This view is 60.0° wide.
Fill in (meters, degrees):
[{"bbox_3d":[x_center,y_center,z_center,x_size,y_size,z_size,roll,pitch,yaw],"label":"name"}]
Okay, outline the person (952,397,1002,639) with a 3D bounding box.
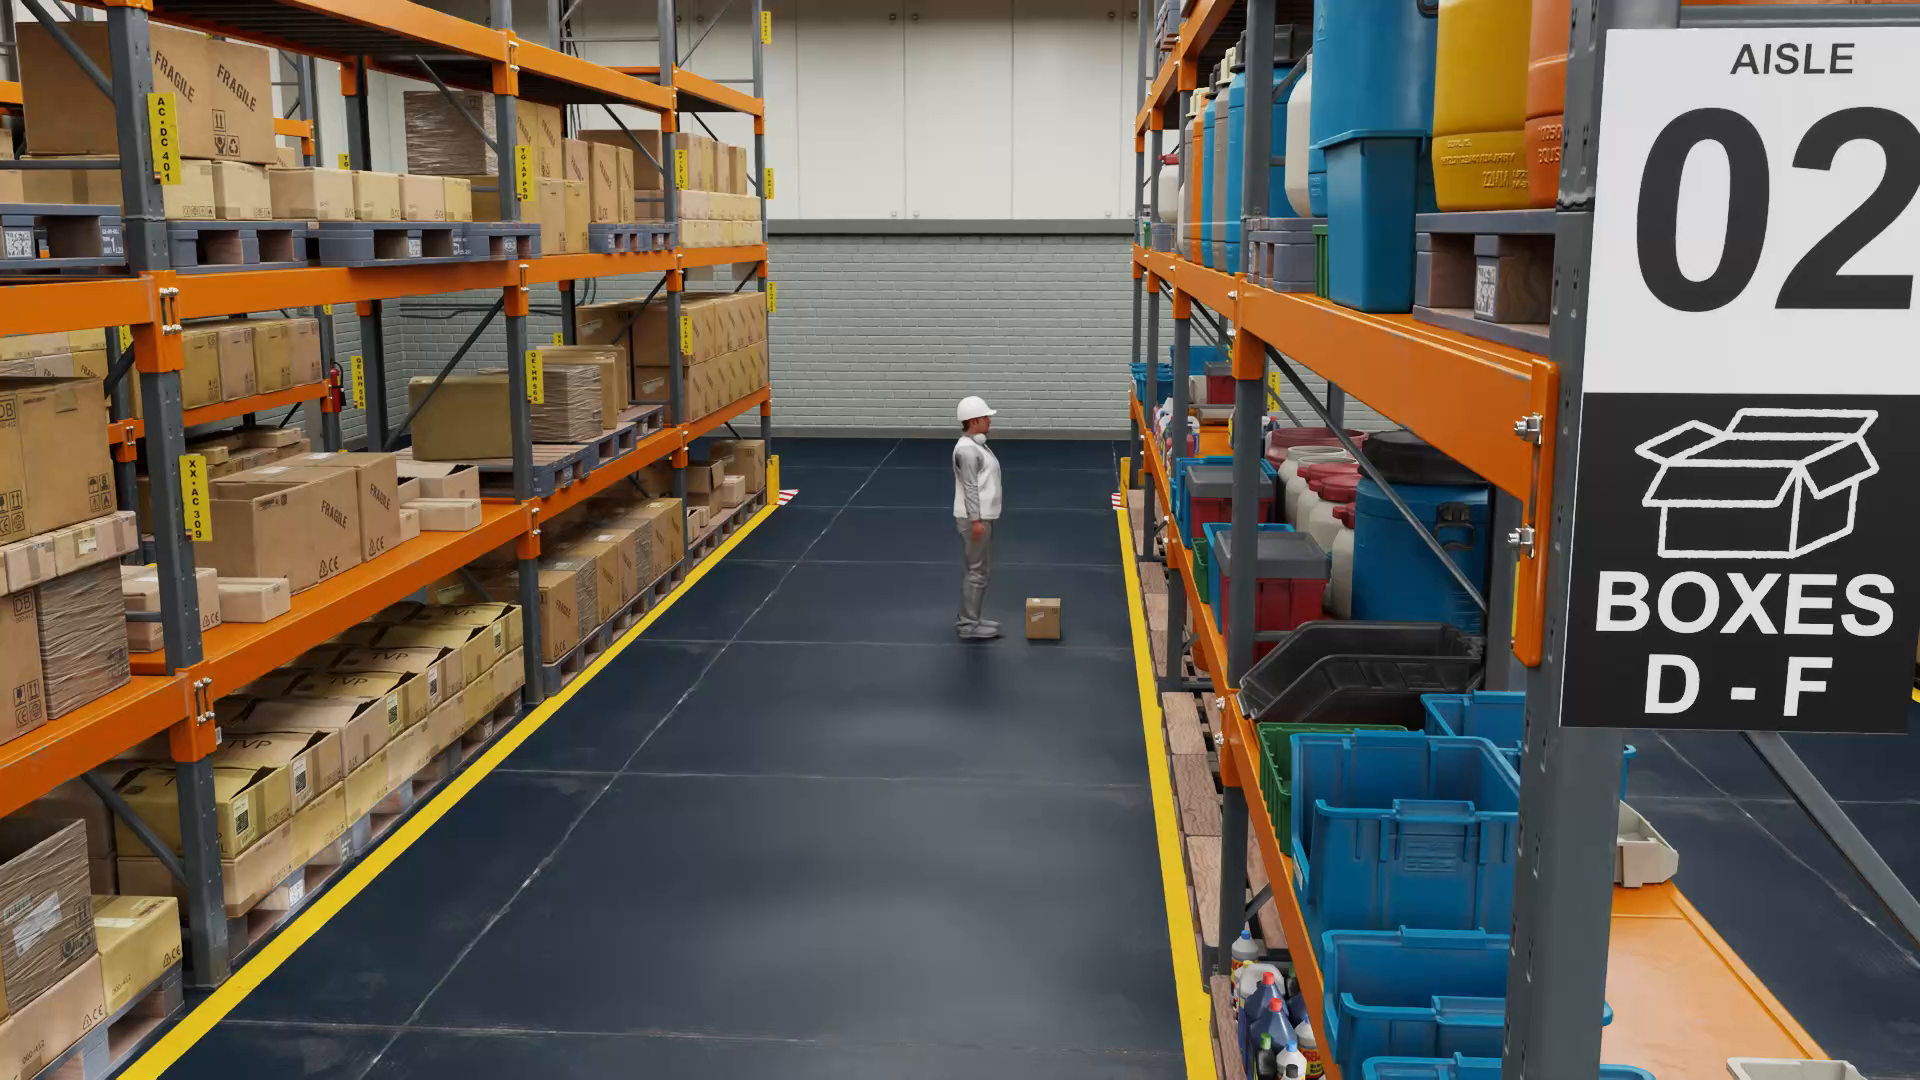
[{"bbox_3d":[0.131,-0.173,12.282,0.356,1.769,0.531,1,11,5],"label":"person"}]
